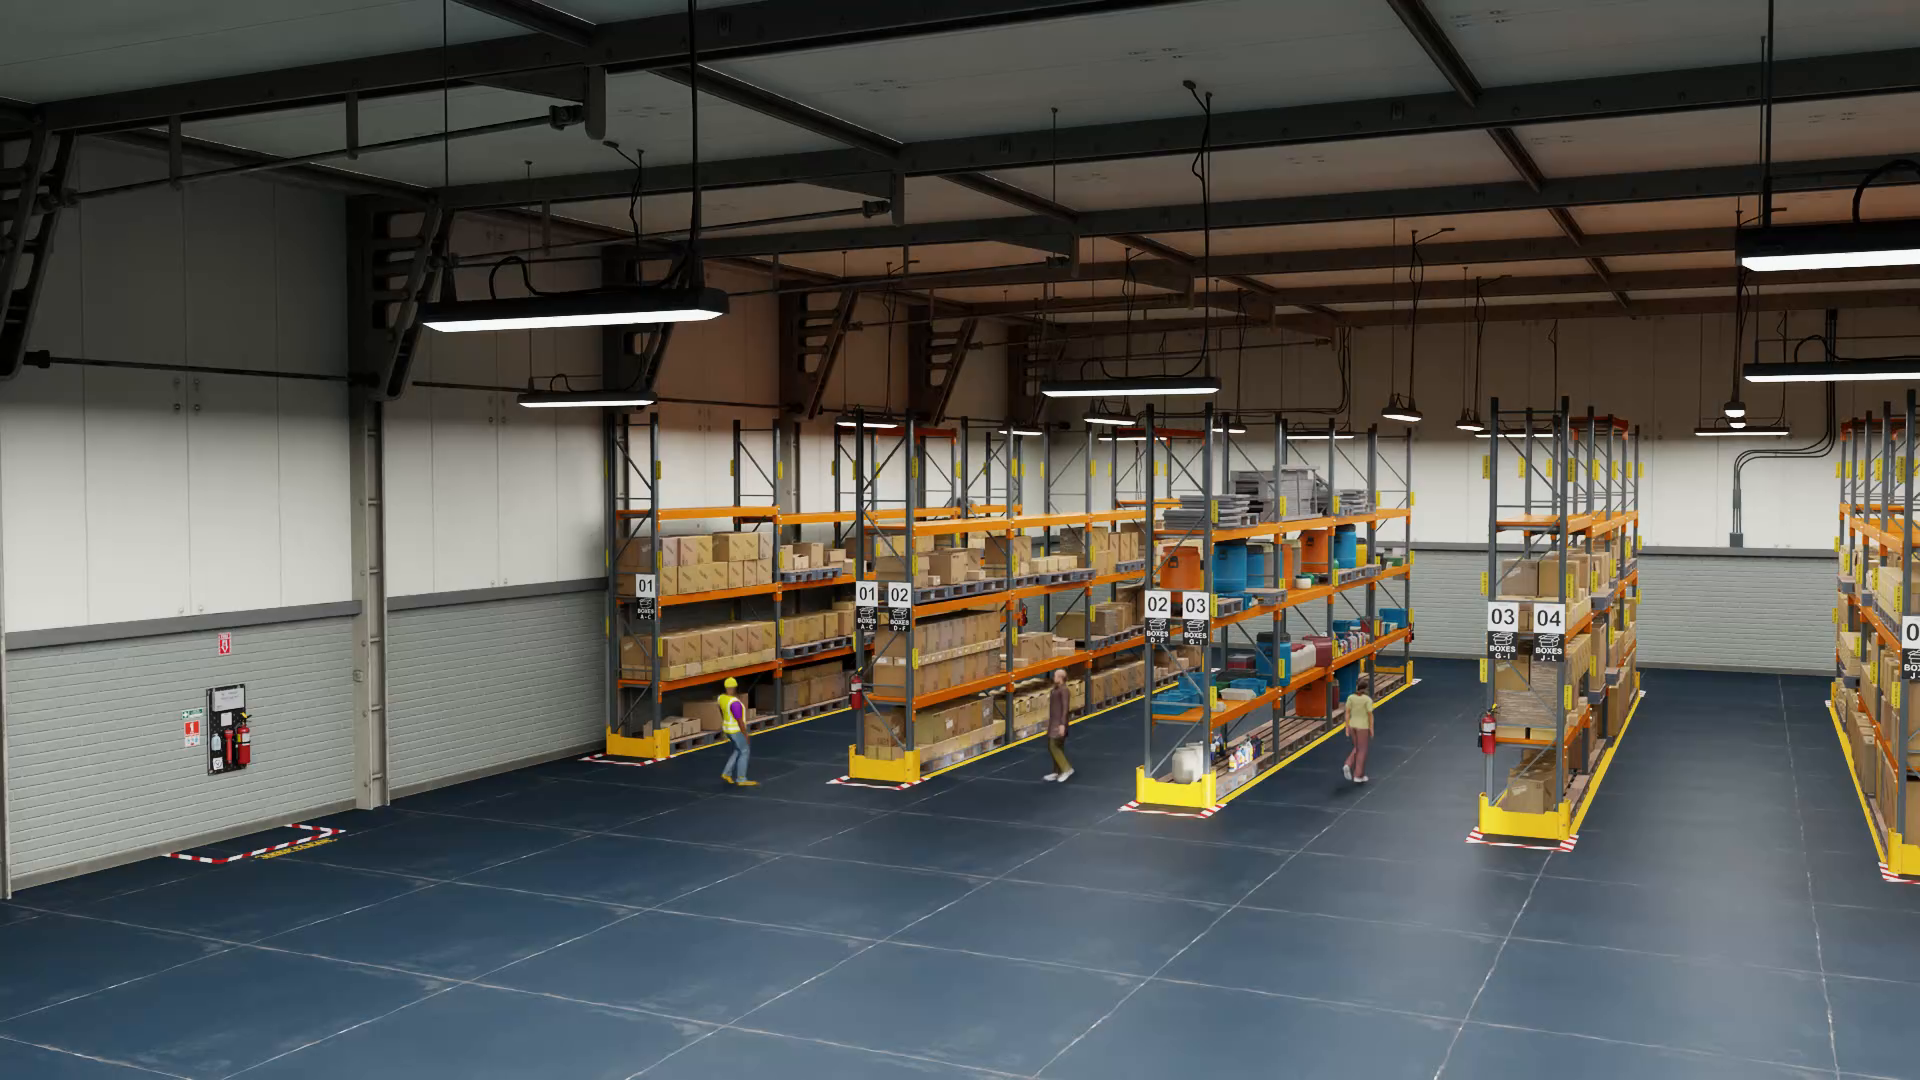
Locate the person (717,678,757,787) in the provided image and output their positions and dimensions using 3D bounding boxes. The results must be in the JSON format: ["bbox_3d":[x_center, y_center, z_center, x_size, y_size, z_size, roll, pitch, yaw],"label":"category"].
[{"bbox_3d":[-3.544,3.045,26.392,0.558,1.760,0.647,-1,3,-32],"label":"person"}]

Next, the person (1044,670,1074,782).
[{"bbox_3d":[1.591,2.977,26.752,0.481,1.782,0.635,0,2,-6],"label":"person"}]

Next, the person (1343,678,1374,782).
[{"bbox_3d":[6.386,3.036,26.562,0.475,1.664,0.445,-1,3,-30],"label":"person"}]
